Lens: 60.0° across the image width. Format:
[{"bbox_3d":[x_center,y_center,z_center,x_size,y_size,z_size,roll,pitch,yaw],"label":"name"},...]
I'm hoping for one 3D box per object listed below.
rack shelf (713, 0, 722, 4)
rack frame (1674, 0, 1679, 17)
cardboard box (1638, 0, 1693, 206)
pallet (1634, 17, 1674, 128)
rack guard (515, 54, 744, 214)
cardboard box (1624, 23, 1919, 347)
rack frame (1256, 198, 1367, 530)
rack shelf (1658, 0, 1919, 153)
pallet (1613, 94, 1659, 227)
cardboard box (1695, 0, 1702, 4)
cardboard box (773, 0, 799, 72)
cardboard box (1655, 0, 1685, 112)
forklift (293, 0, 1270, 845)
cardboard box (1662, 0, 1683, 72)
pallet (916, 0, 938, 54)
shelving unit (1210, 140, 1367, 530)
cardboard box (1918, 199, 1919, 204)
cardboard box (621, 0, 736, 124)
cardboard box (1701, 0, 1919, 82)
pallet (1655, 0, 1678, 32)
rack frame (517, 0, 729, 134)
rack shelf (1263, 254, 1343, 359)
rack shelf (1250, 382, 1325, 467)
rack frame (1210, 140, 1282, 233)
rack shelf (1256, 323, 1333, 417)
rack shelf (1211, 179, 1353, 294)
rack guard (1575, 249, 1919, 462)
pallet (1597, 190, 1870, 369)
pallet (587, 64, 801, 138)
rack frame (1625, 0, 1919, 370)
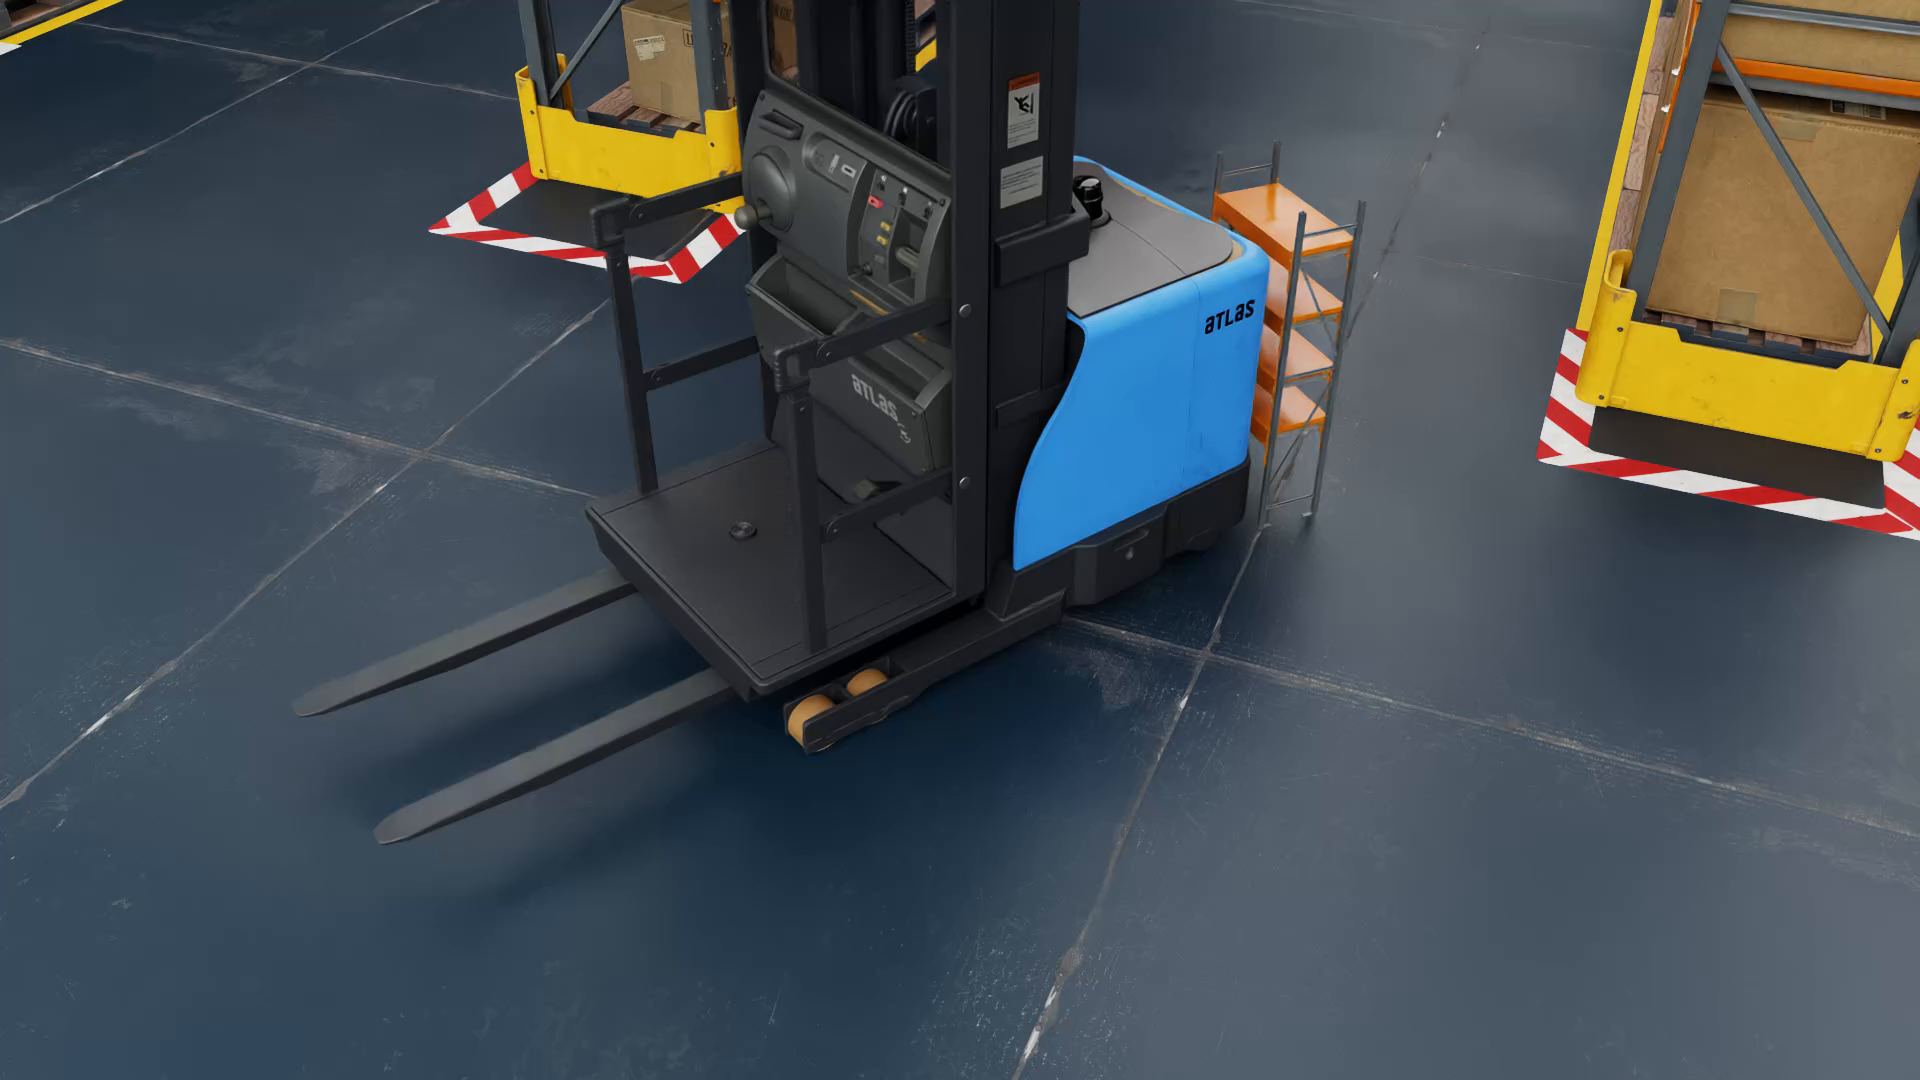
[{"bbox_3d":[-0.785,-3.724,8.827,1.077,0.370,4.000,14,39,18],"label":"rack shelf"},{"bbox_3d":[4.525,-3.933,8.507,1.000,3.000,0.127,14,39,18],"label":"rack frame"},{"bbox_3d":[3.533,-1.914,7.229,0.875,0.875,0.875,13,39,17],"label":"cardboard box"},{"bbox_3d":[4.163,-2.413,8.802,1.003,0.211,1.213,14,39,18],"label":"pallet"},{"bbox_3d":[-1.517,-1.945,7.935,1.175,0.500,0.348,14,39,18],"label":"rack guard"},{"bbox_3d":[3.200,-1.426,6.577,0.875,0.875,0.875,14,39,18],"label":"cardboard box"},{"bbox_3d":[1.149,-0.548,5.480,0.240,1.200,0.015,-15,39,-19],"label":"rack frame"},{"bbox_3d":[3.764,-2.538,7.241,1.077,0.370,4.000,14,39,18],"label":"rack shelf"},{"bbox_3d":[3.700,-1.735,7.896,1.003,0.211,1.213,14,39,18],"label":"pallet"},{"bbox_3d":[3.291,-2.304,6.202,0.875,0.550,0.550,14,39,18],"label":"cardboard box"},{"bbox_3d":[-1.097,-2.752,8.664,0.500,0.500,0.500,25,43,29],"label":"cardboard box"},{"bbox_3d":[3.881,-2.418,7.904,0.875,0.875,0.875,14,39,18],"label":"cardboard box"},{"bbox_3d":[-0.498,-0.910,4.519,3.031,2.935,1.130,-24,43,-29],"label":"forklift"},{"bbox_3d":[4.221,-2.918,8.573,0.875,0.875,0.875,14,39,18],"label":"cardboard box"},{"bbox_3d":[-0.709,-2.945,9.513,1.003,0.211,1.213,14,39,18],"label":"pallet"},{"bbox_3d":[1.051,-0.682,5.659,0.258,1.200,0.503,-15,39,-19],"label":"shelving unit"},{"bbox_3d":[4.883,-1.840,7.792,0.500,0.500,0.500,21,42,25],"label":"cardboard box"},{"bbox_3d":[-1.293,-2.414,8.211,0.500,0.500,0.500,21,42,26],"label":"cardboard box"},{"bbox_3d":[3.102,-1.995,5.788,0.875,0.550,0.550,14,39,18],"label":"cardboard box"},{"bbox_3d":[4.749,-3.261,9.936,1.003,0.211,1.213,14,39,18],"label":"pallet"},{"bbox_3d":[-1.546,-2.905,7.131,1.000,3.000,0.127,14,39,18],"label":"rack frame"},{"bbox_3d":[1.052,-0.807,5.566,0.258,0.148,0.480,-15,39,-19],"label":"rack shelf"},{"bbox_3d":[1.051,-0.469,5.818,0.258,0.148,0.480,-15,39,-19],"label":"rack shelf"},{"bbox_3d":[0.954,-0.816,5.839,0.240,1.200,0.015,-15,39,-19],"label":"rack frame"},{"bbox_3d":[1.051,-0.628,5.700,0.258,0.148,0.480,-15,39,-19],"label":"rack shelf"},{"bbox_3d":[1.052,-0.997,5.424,0.258,0.148,0.480,-15,39,-19],"label":"rack shelf"},{"bbox_3d":[2.994,-0.704,6.275,1.175,0.500,0.348,14,39,18],"label":"rack guard"},{"bbox_3d":[3.235,-1.062,6.995,1.003,0.211,1.213,14,39,18],"label":"pallet"},{"bbox_3d":[-1.175,-2.272,8.613,1.003,0.211,1.213,14,39,18],"label":"pallet"},{"bbox_3d":[3.003,-1.719,5.544,1.000,3.000,0.127,14,39,18],"label":"rack frame"}]
